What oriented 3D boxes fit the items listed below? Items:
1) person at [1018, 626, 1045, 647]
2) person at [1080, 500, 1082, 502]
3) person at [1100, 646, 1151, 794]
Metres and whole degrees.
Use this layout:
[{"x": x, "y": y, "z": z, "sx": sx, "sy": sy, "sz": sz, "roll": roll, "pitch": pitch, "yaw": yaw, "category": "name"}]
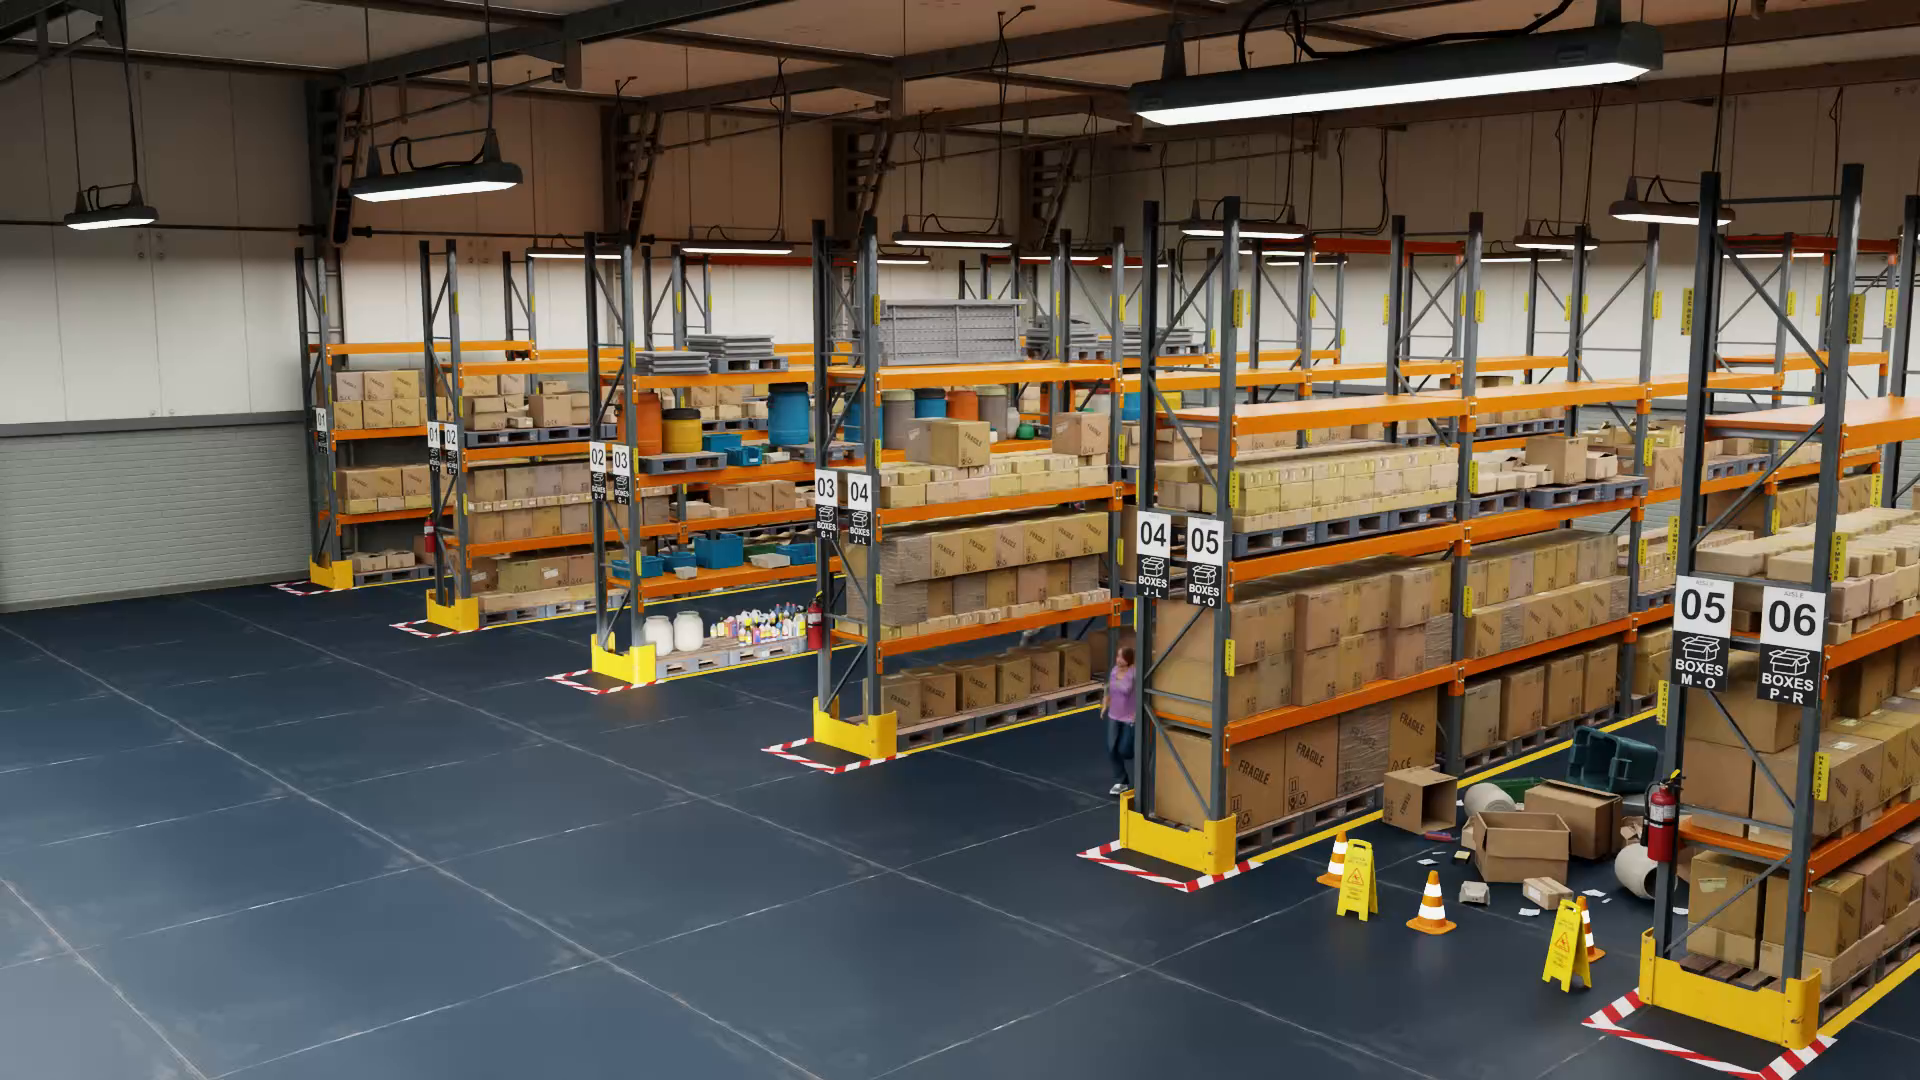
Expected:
[{"x": 0.996, "y": 0.567, "z": 23.429, "sx": 0.645, "sy": 1.876, "sz": 0.721, "roll": 7, "pitch": 11, "yaw": 40, "category": "person"}, {"x": 2.579, "y": -0.477, "z": 33.028, "sx": 0.581, "sy": 1.622, "sz": 0.516, "roll": 7, "pitch": 11, "yaw": 42, "category": "person"}, {"x": 1.761, "y": 1.859, "z": 17.414, "sx": 0.583, "sy": 1.555, "sz": 0.576, "roll": 7, "pitch": 11, "yaw": 38, "category": "person"}]
